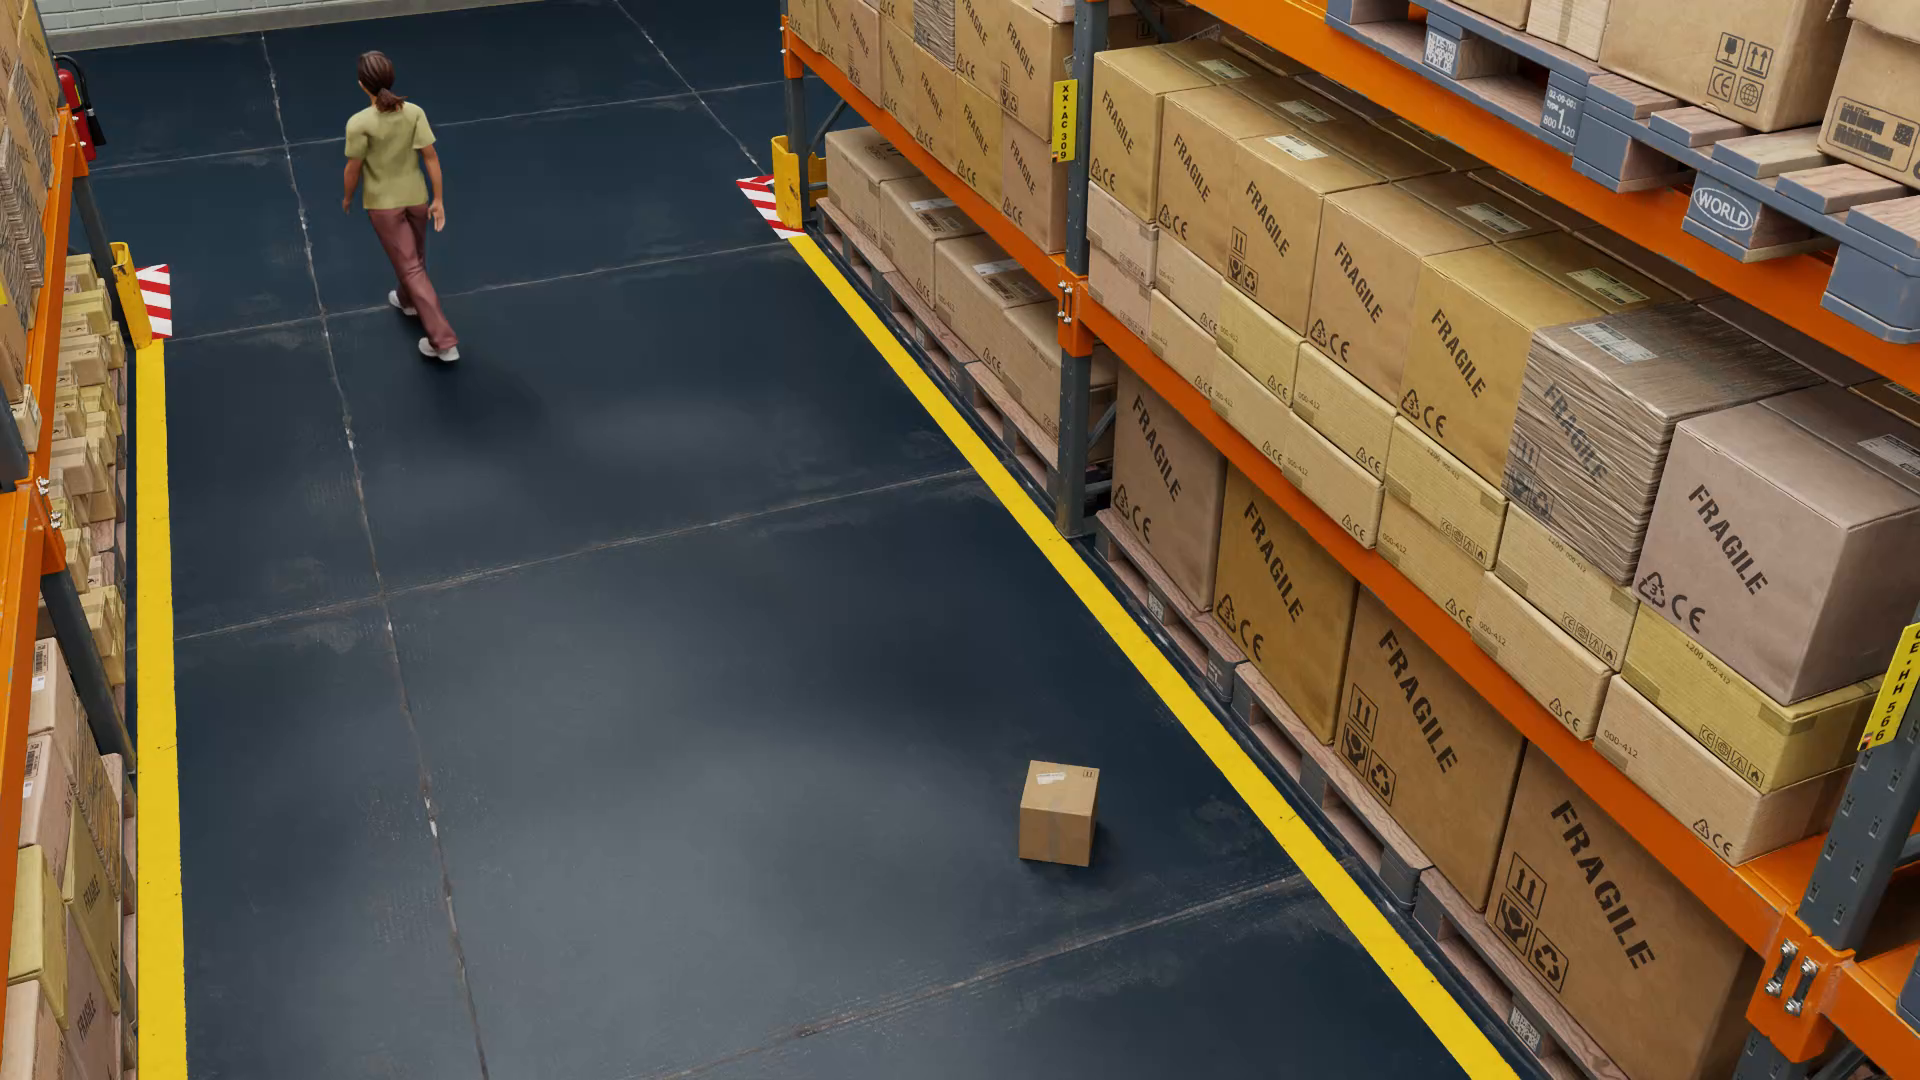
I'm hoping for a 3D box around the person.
[{"bbox_3d":[-3.058,-1.826,8.873,0.461,1.619,0.966,-28,43,-35],"label":"person"}]
